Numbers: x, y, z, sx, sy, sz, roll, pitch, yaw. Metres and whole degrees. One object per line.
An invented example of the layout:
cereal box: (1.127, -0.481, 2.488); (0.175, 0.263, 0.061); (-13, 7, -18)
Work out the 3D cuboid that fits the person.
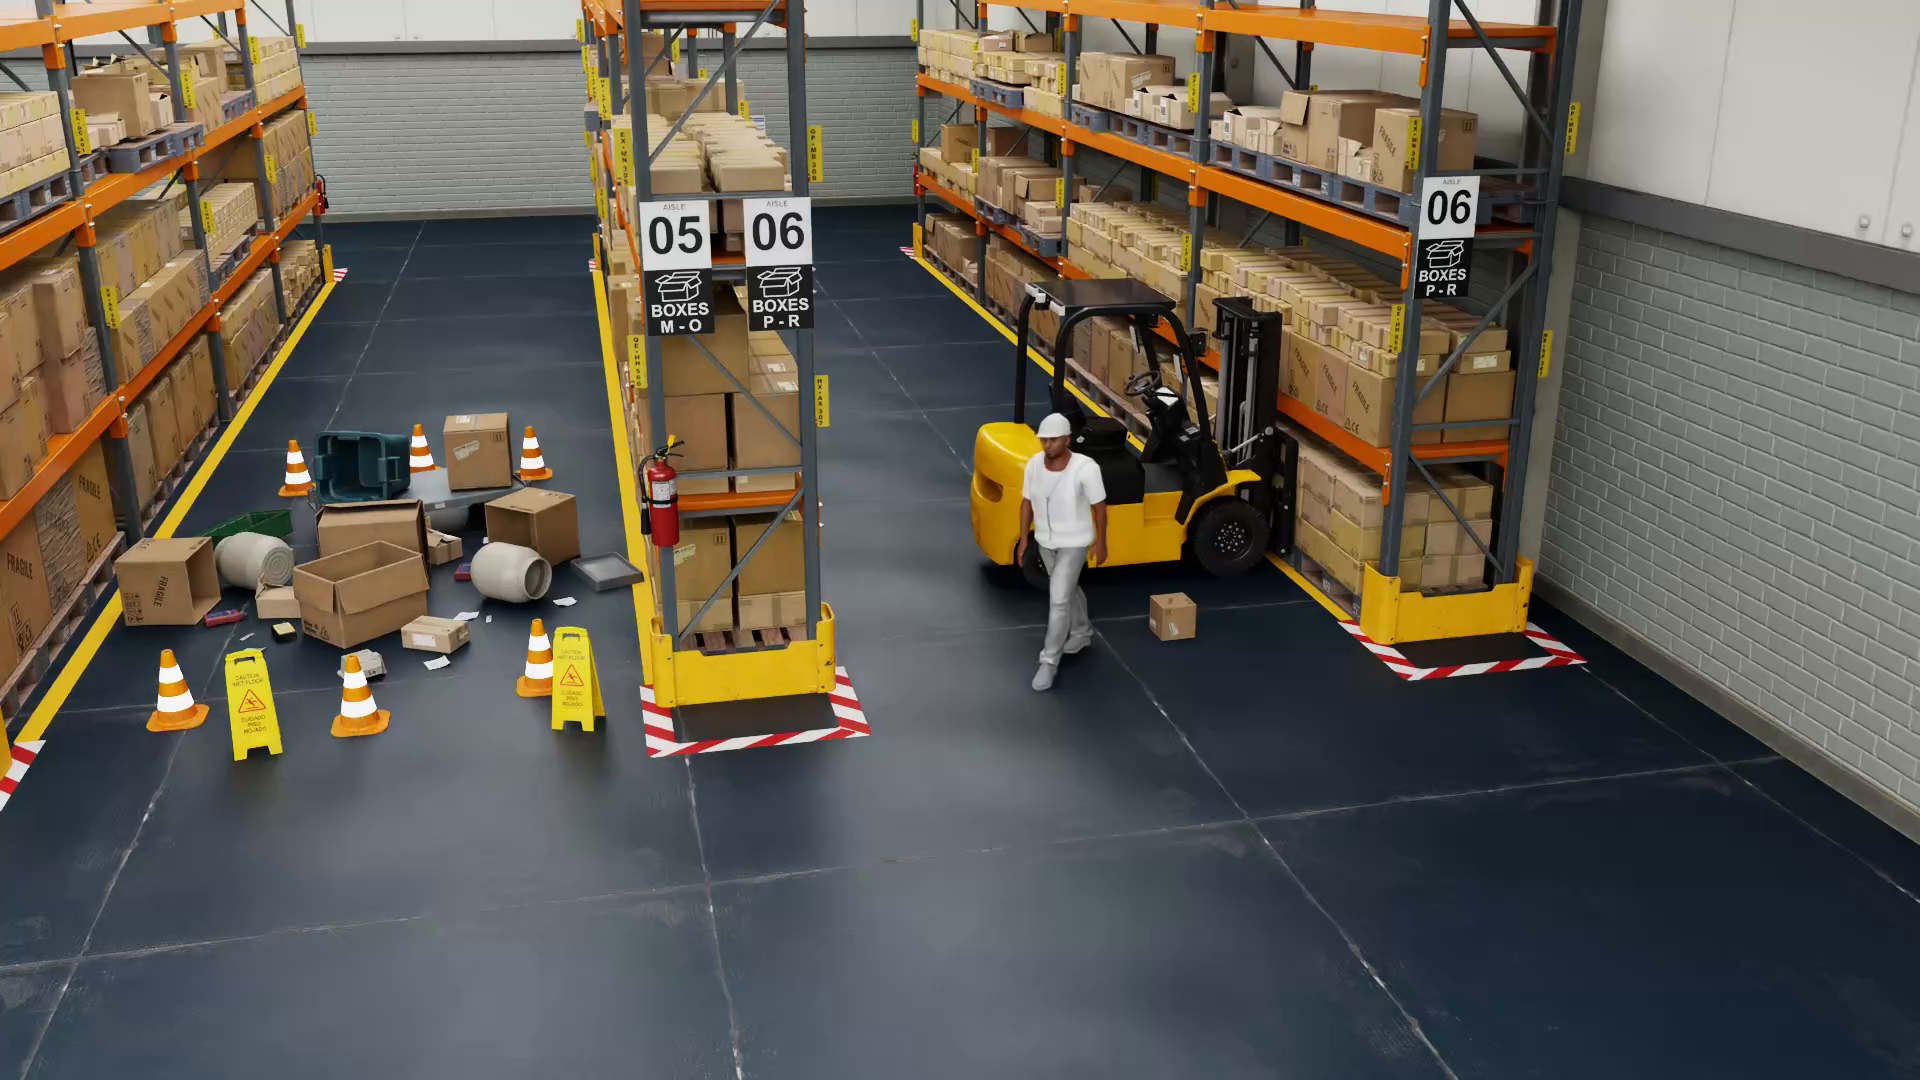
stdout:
person: (0.632, 0.016, 10.967); (0.564, 1.745, 0.847); (17, 25, 39)
